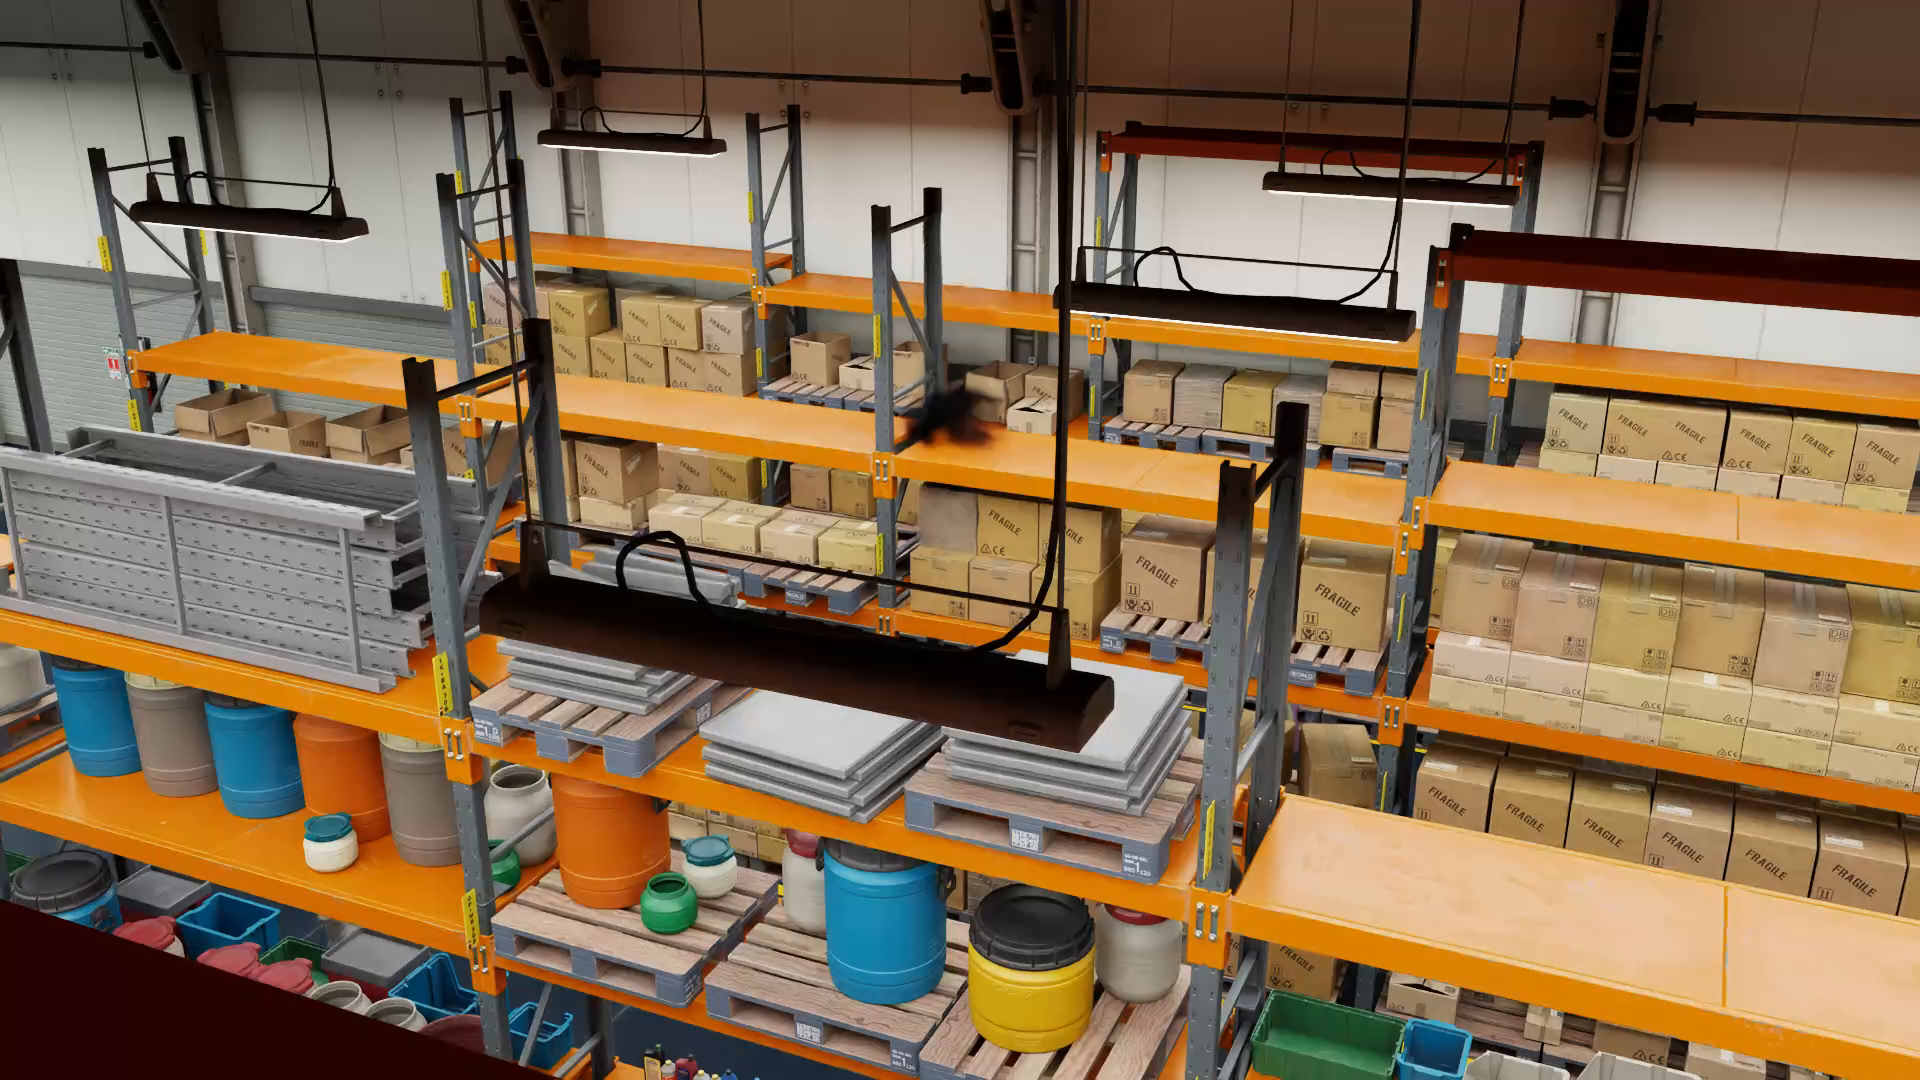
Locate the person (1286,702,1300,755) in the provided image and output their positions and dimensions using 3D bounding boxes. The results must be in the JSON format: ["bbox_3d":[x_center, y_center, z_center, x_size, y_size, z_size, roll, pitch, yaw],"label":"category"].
[{"bbox_3d":[2.833,1.836,14.835,0.498,1.530,0.544,11,23,27],"label":"person"}]

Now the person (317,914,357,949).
[{"bbox_3d":[-4.847,2.677,12.967,0.926,1.806,0.684,10,23,24],"label":"person"}]
